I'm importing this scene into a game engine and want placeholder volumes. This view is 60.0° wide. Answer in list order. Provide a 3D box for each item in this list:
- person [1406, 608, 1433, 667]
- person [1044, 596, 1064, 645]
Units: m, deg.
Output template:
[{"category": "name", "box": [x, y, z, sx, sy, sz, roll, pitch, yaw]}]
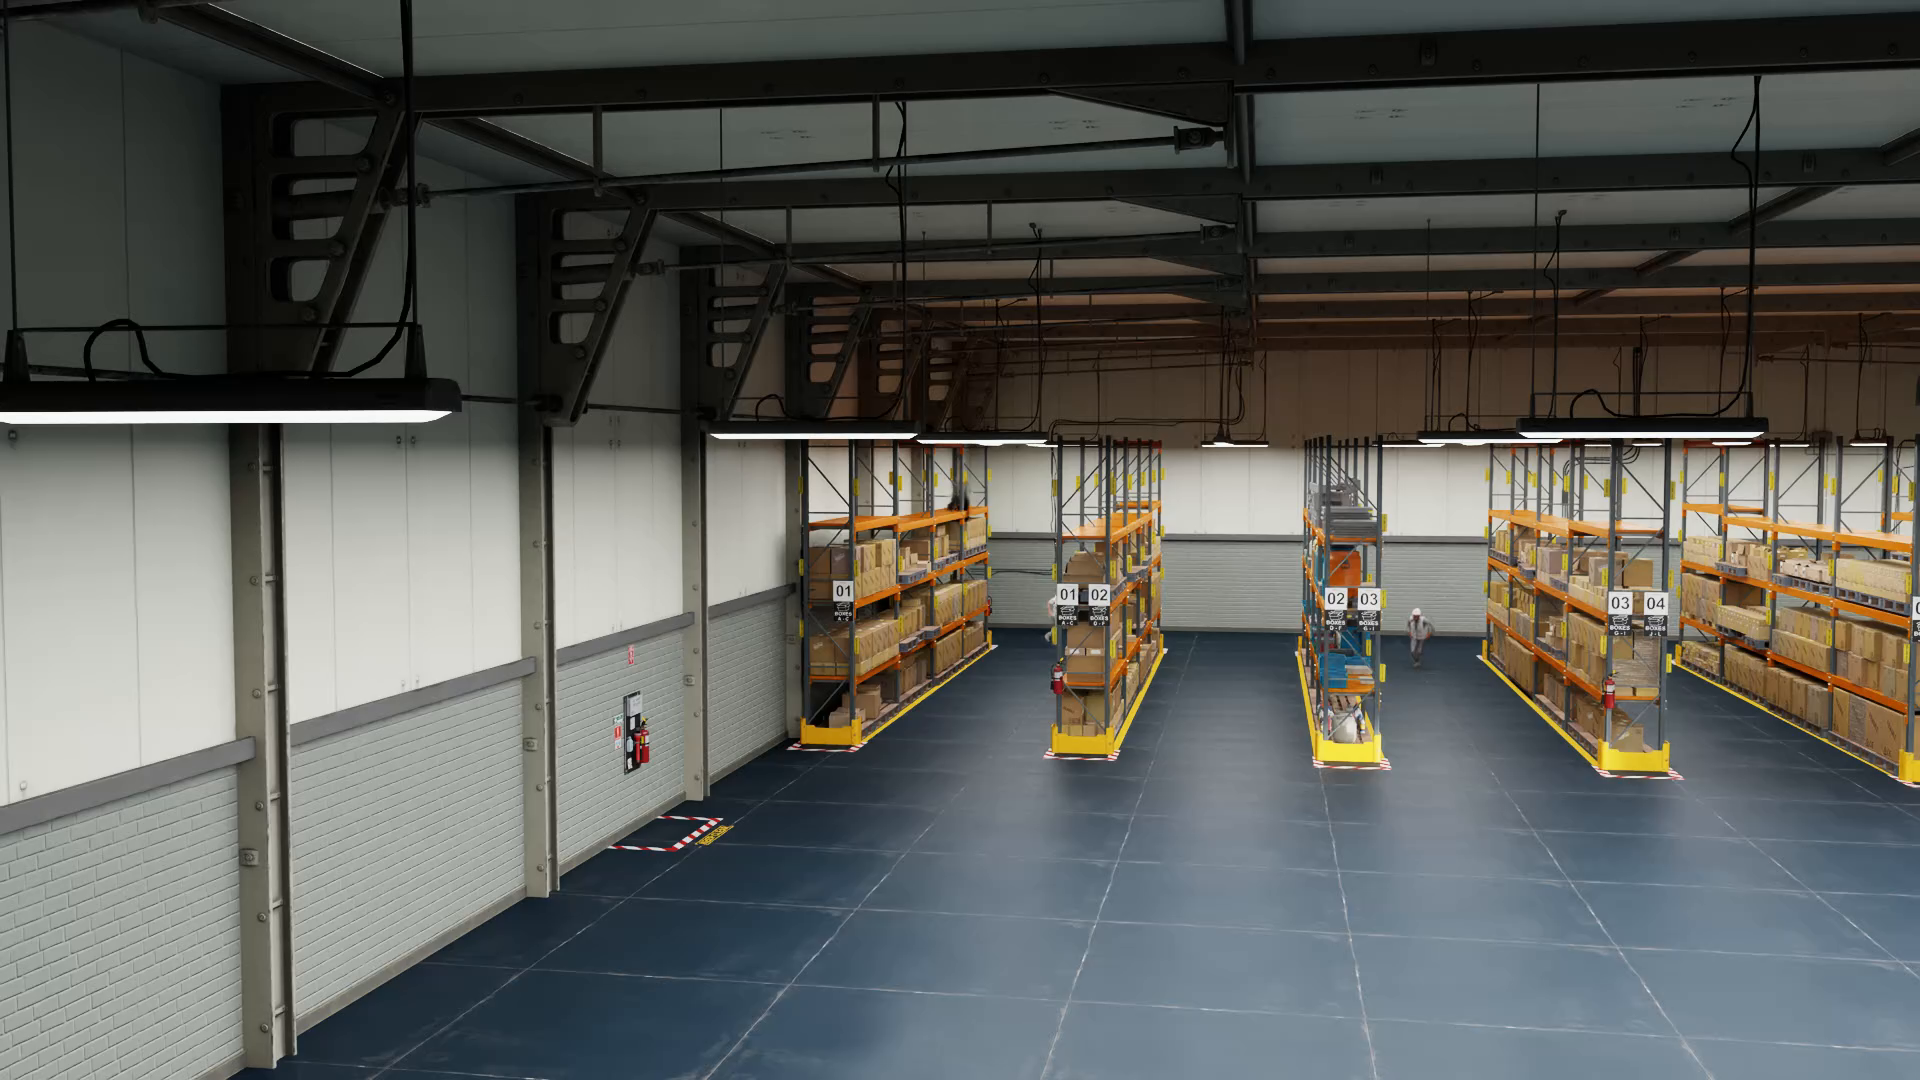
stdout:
[{"category": "person", "box": [12.106, 2.570, 43.815, 0.684, 1.584, 0.902, 1, 3, 23]}, {"category": "person", "box": [2.852, 2.254, 49.054, 0.670, 1.716, 0.783, 3, 4, 41]}]
